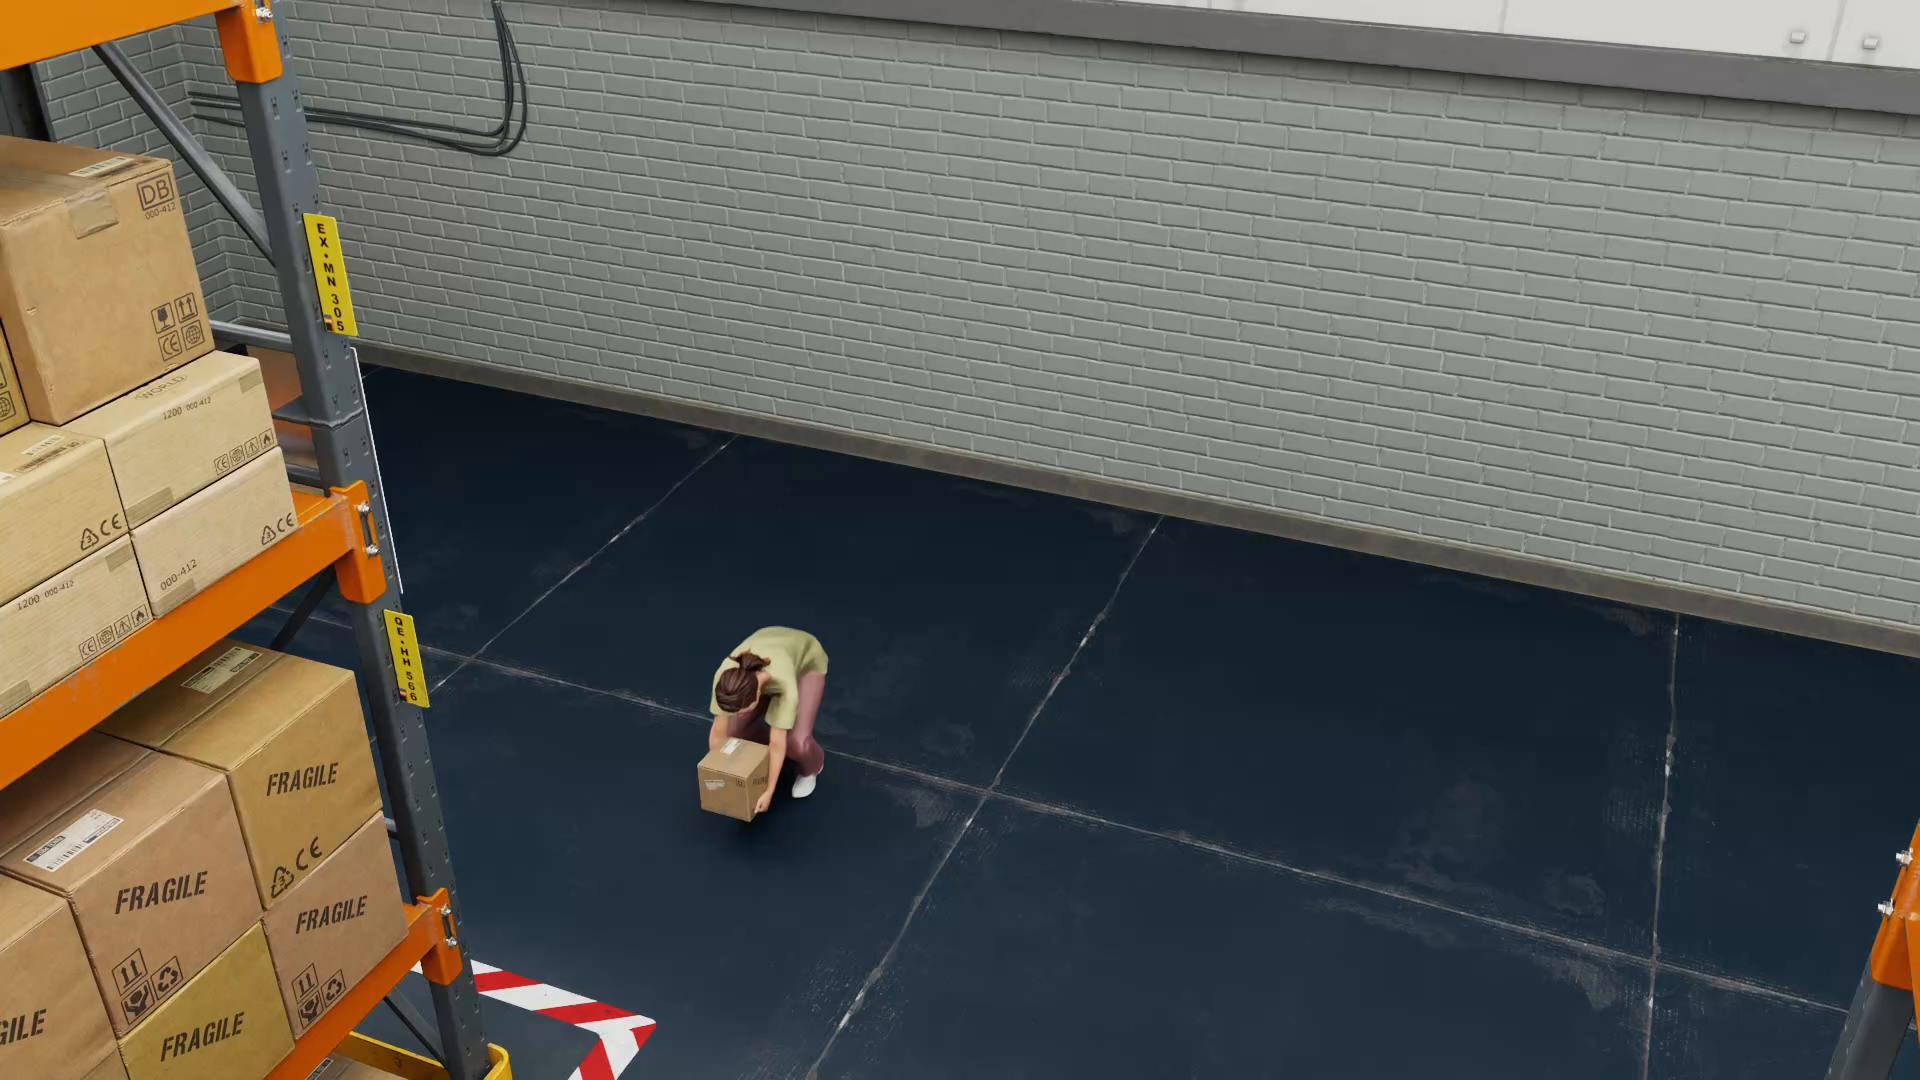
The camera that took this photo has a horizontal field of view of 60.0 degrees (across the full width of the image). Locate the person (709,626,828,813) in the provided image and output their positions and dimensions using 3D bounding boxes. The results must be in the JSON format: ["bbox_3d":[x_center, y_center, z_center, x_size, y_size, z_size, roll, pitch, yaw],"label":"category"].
[{"bbox_3d":[-0.894,0.816,7.730,0.469,0.921,0.839,10,31,18],"label":"person"}]
